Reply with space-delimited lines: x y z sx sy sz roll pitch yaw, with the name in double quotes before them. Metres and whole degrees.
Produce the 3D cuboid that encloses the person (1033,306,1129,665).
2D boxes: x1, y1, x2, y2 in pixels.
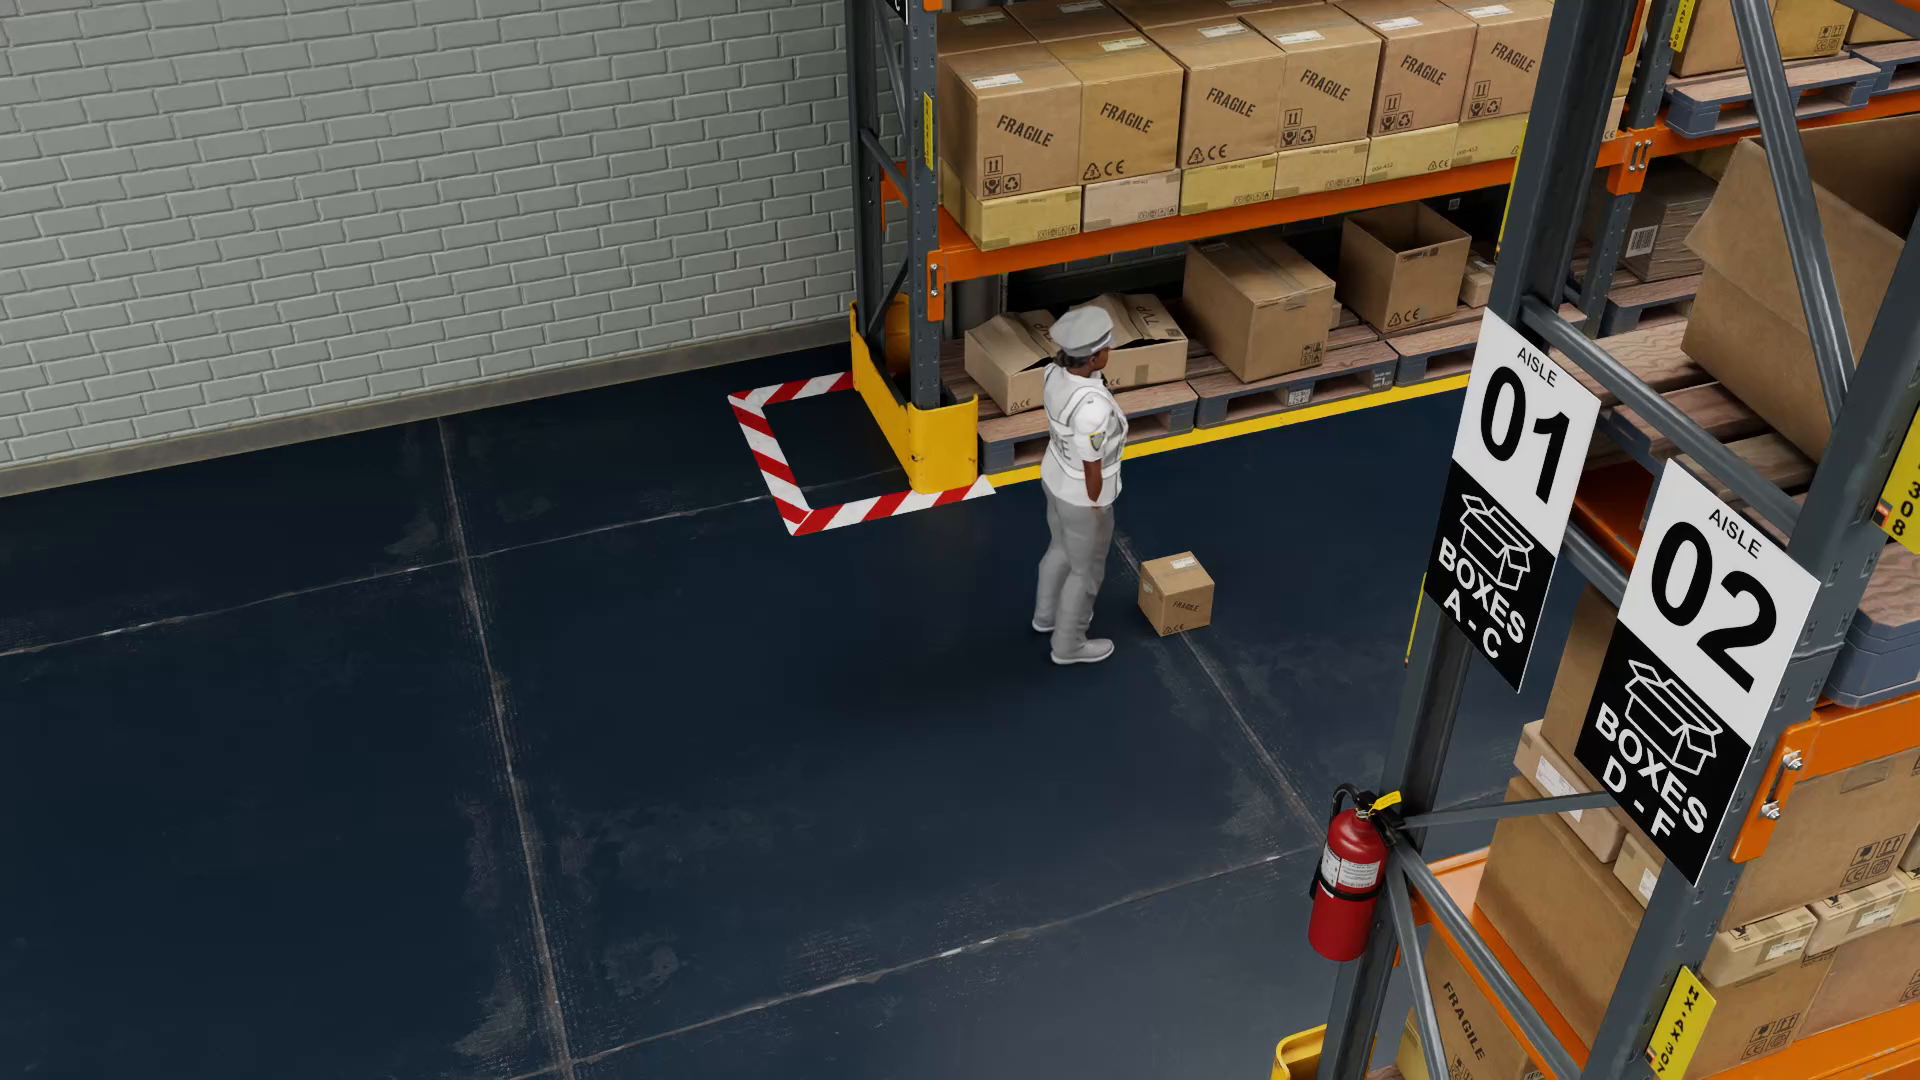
"person" 0.517 -0.225 7.059 0.339 1.680 0.435 -11 39 -14
